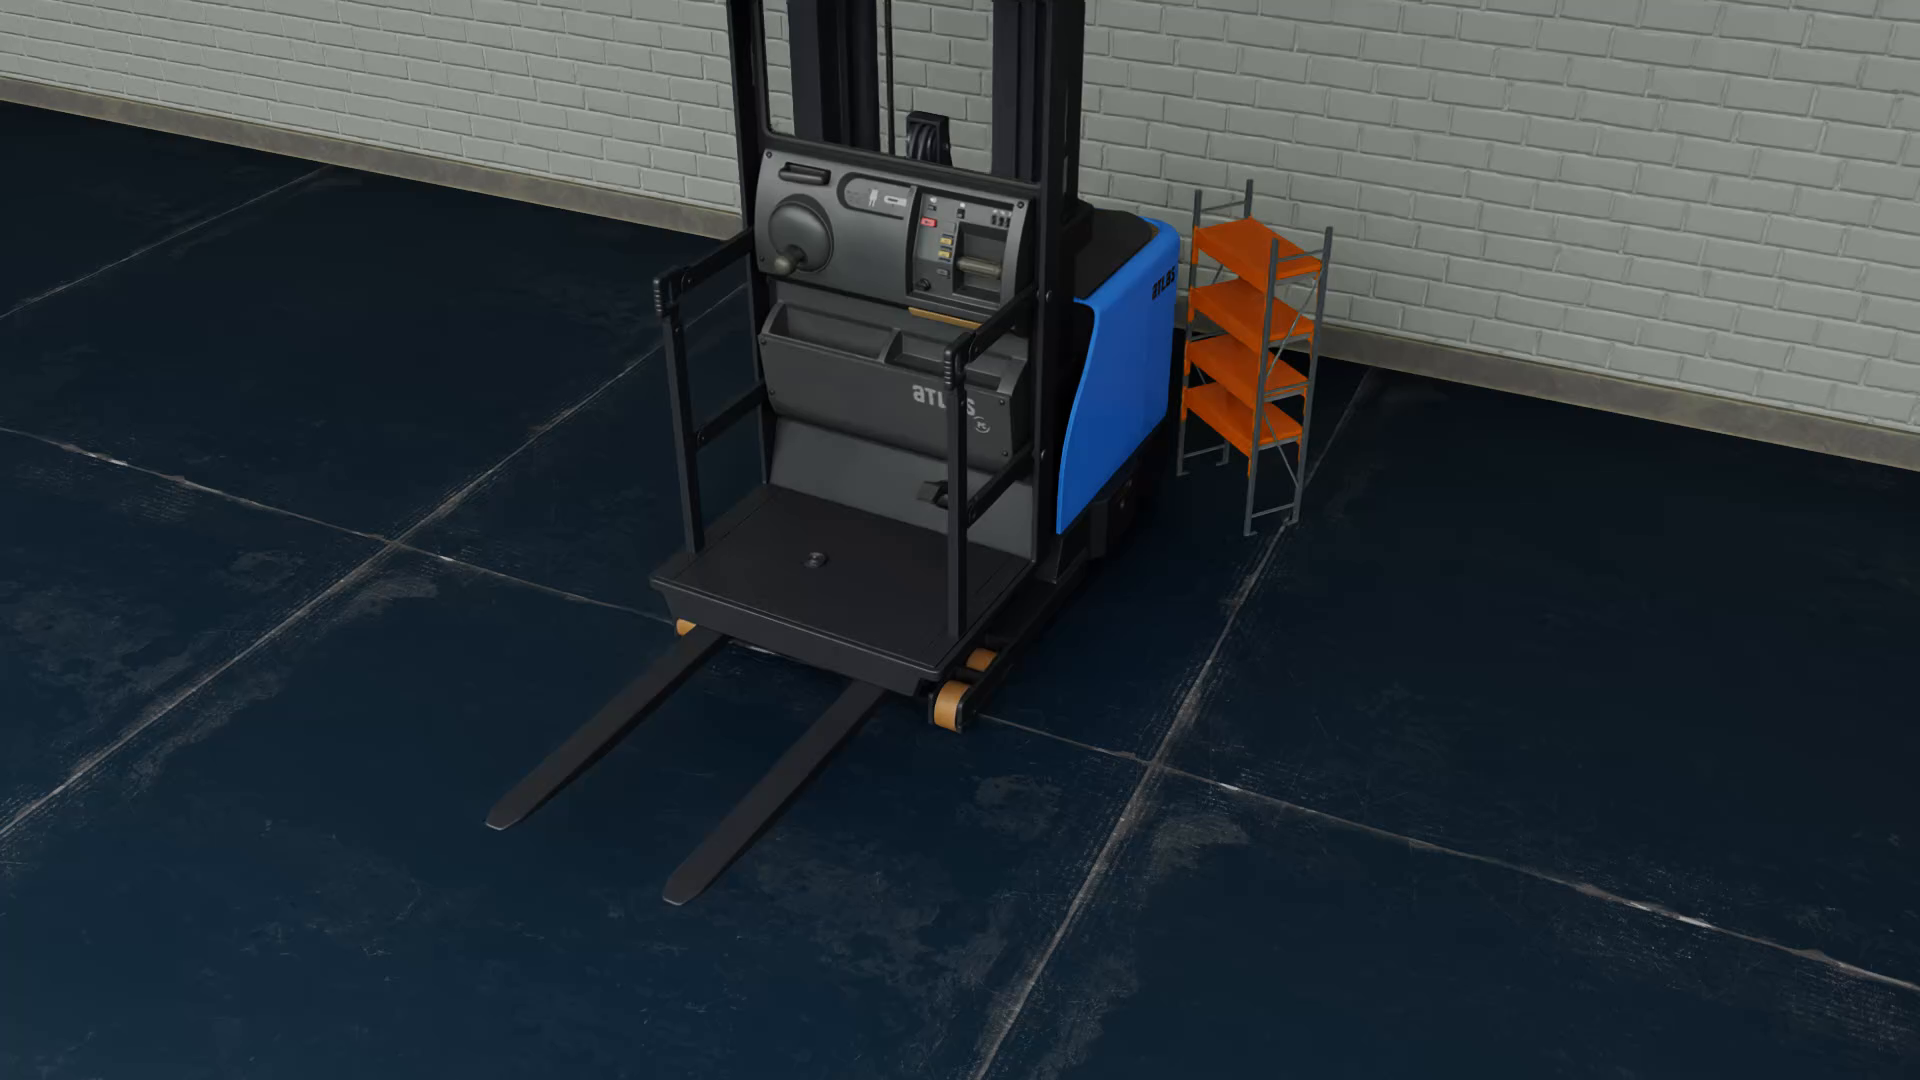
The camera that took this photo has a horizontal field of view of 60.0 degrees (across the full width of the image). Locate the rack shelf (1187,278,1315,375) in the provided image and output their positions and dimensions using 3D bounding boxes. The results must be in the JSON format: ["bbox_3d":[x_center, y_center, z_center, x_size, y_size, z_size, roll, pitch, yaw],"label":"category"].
[{"bbox_3d":[1.067,-0.794,6.079,0.258,0.148,0.480,-15,36,-20],"label":"rack shelf"}]

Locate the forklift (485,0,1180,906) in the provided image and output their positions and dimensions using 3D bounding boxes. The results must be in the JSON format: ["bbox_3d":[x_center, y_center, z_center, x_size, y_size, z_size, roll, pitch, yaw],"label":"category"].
[{"bbox_3d":[-0.320,-0.895,4.942,1.130,2.935,3.031,16,37,23],"label":"forklift"}]

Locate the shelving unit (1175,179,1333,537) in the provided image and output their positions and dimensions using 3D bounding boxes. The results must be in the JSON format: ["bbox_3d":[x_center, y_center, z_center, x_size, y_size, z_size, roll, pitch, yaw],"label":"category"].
[{"bbox_3d":[1.069,-0.664,6.165,0.258,1.200,0.503,-15,36,-20],"label":"shelving unit"}]

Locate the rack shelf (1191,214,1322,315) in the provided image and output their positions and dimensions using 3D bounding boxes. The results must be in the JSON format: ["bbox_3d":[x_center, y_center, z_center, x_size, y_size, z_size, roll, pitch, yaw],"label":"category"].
[{"bbox_3d":[1.064,-0.991,5.948,0.258,0.148,0.480,-15,36,-20],"label":"rack shelf"}]

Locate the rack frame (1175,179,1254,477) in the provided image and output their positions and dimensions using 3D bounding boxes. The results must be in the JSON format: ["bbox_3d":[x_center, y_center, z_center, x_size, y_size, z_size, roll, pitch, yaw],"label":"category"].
[{"bbox_3d":[0.965,-0.785,6.350,0.240,1.200,0.015,-15,36,-20],"label":"rack frame"}]

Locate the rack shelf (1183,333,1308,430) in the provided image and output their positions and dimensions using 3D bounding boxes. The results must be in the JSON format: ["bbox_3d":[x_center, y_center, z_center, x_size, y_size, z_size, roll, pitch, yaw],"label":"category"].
[{"bbox_3d":[1.070,-0.608,6.202,0.258,0.148,0.480,-15,36,-20],"label":"rack shelf"}]

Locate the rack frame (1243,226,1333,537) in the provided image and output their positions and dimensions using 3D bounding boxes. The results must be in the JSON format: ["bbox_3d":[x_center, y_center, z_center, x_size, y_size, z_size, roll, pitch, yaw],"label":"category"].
[{"bbox_3d":[1.172,-0.543,5.980,0.240,1.200,0.015,-15,36,-20],"label":"rack frame"}]

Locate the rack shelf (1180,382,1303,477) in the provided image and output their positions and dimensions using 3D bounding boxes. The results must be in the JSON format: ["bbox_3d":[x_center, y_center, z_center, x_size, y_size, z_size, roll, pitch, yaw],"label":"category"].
[{"bbox_3d":[1.072,-0.443,6.312,0.258,0.148,0.480,-15,36,-20],"label":"rack shelf"}]
